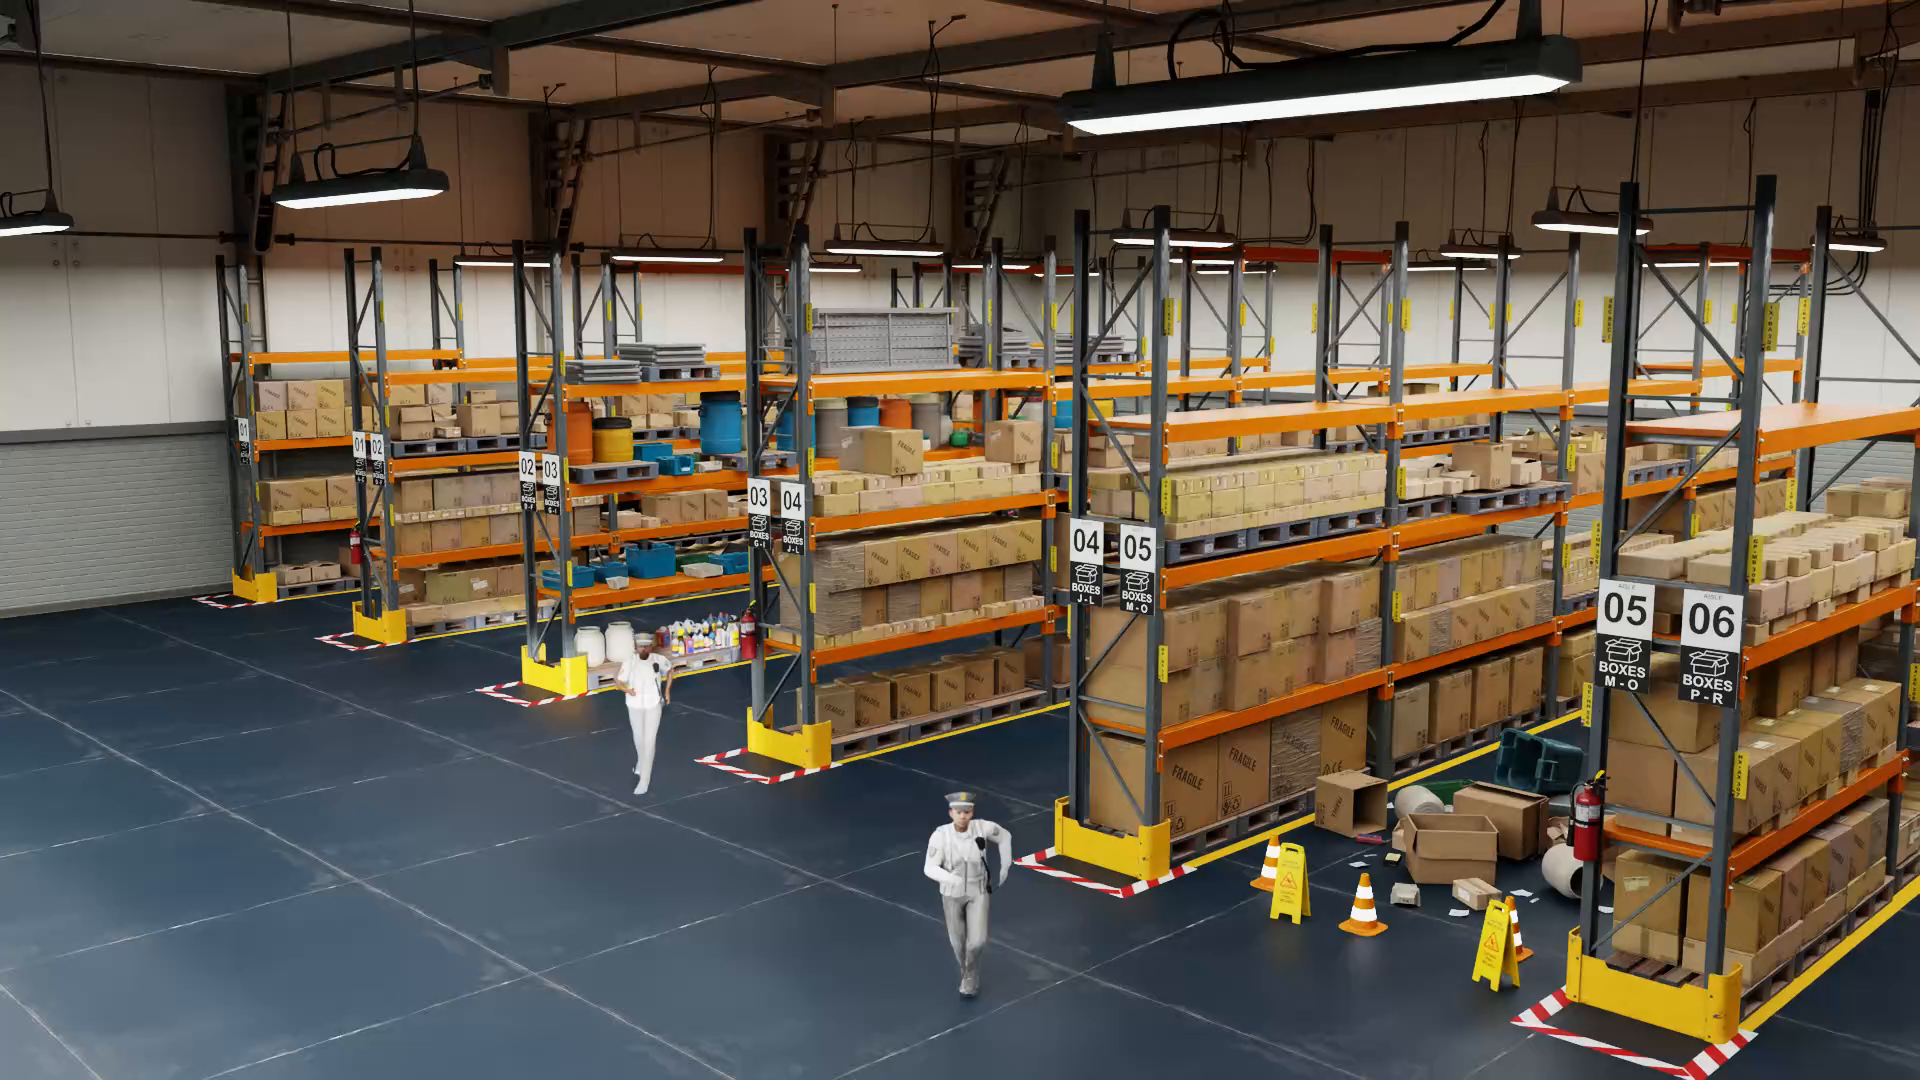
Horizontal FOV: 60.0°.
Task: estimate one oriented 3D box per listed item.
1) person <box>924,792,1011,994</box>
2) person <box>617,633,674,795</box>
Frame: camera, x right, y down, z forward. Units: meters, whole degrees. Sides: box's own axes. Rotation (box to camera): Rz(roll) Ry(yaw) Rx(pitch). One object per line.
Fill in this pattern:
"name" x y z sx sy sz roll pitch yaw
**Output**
"person" 0.063 2.617 12.234 0.649 1.643 0.724 0 8 -2
"person" -3.388 1.812 17.932 0.567 1.725 0.873 0 8 0
